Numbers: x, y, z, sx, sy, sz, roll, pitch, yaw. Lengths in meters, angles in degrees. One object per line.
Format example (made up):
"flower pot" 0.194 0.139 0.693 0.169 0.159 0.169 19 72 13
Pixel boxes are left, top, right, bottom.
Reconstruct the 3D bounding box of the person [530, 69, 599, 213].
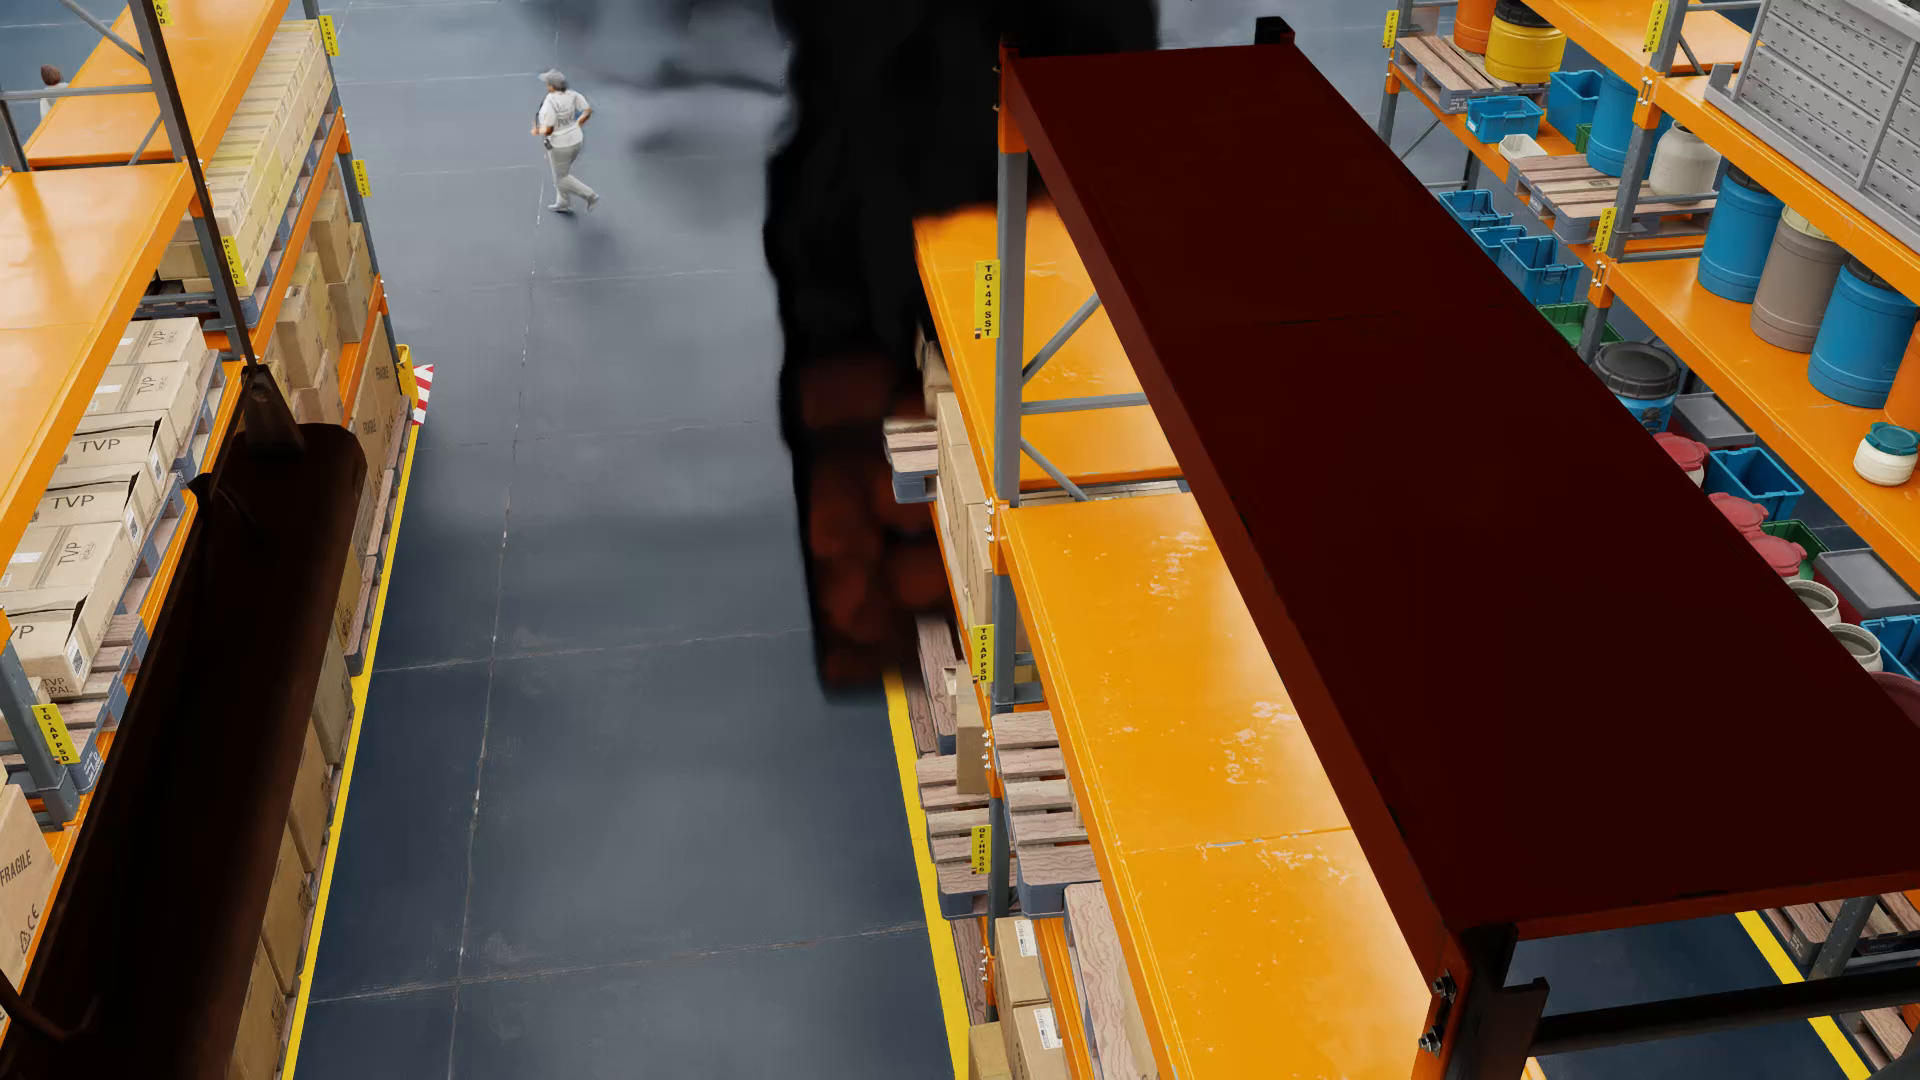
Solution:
"person" -4.226 -4.232 17.853 0.808 1.665 0.607 18 40 23

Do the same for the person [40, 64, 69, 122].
"person" -9.677 -4.415 18.153 0.540 1.571 0.547 27 44 32
